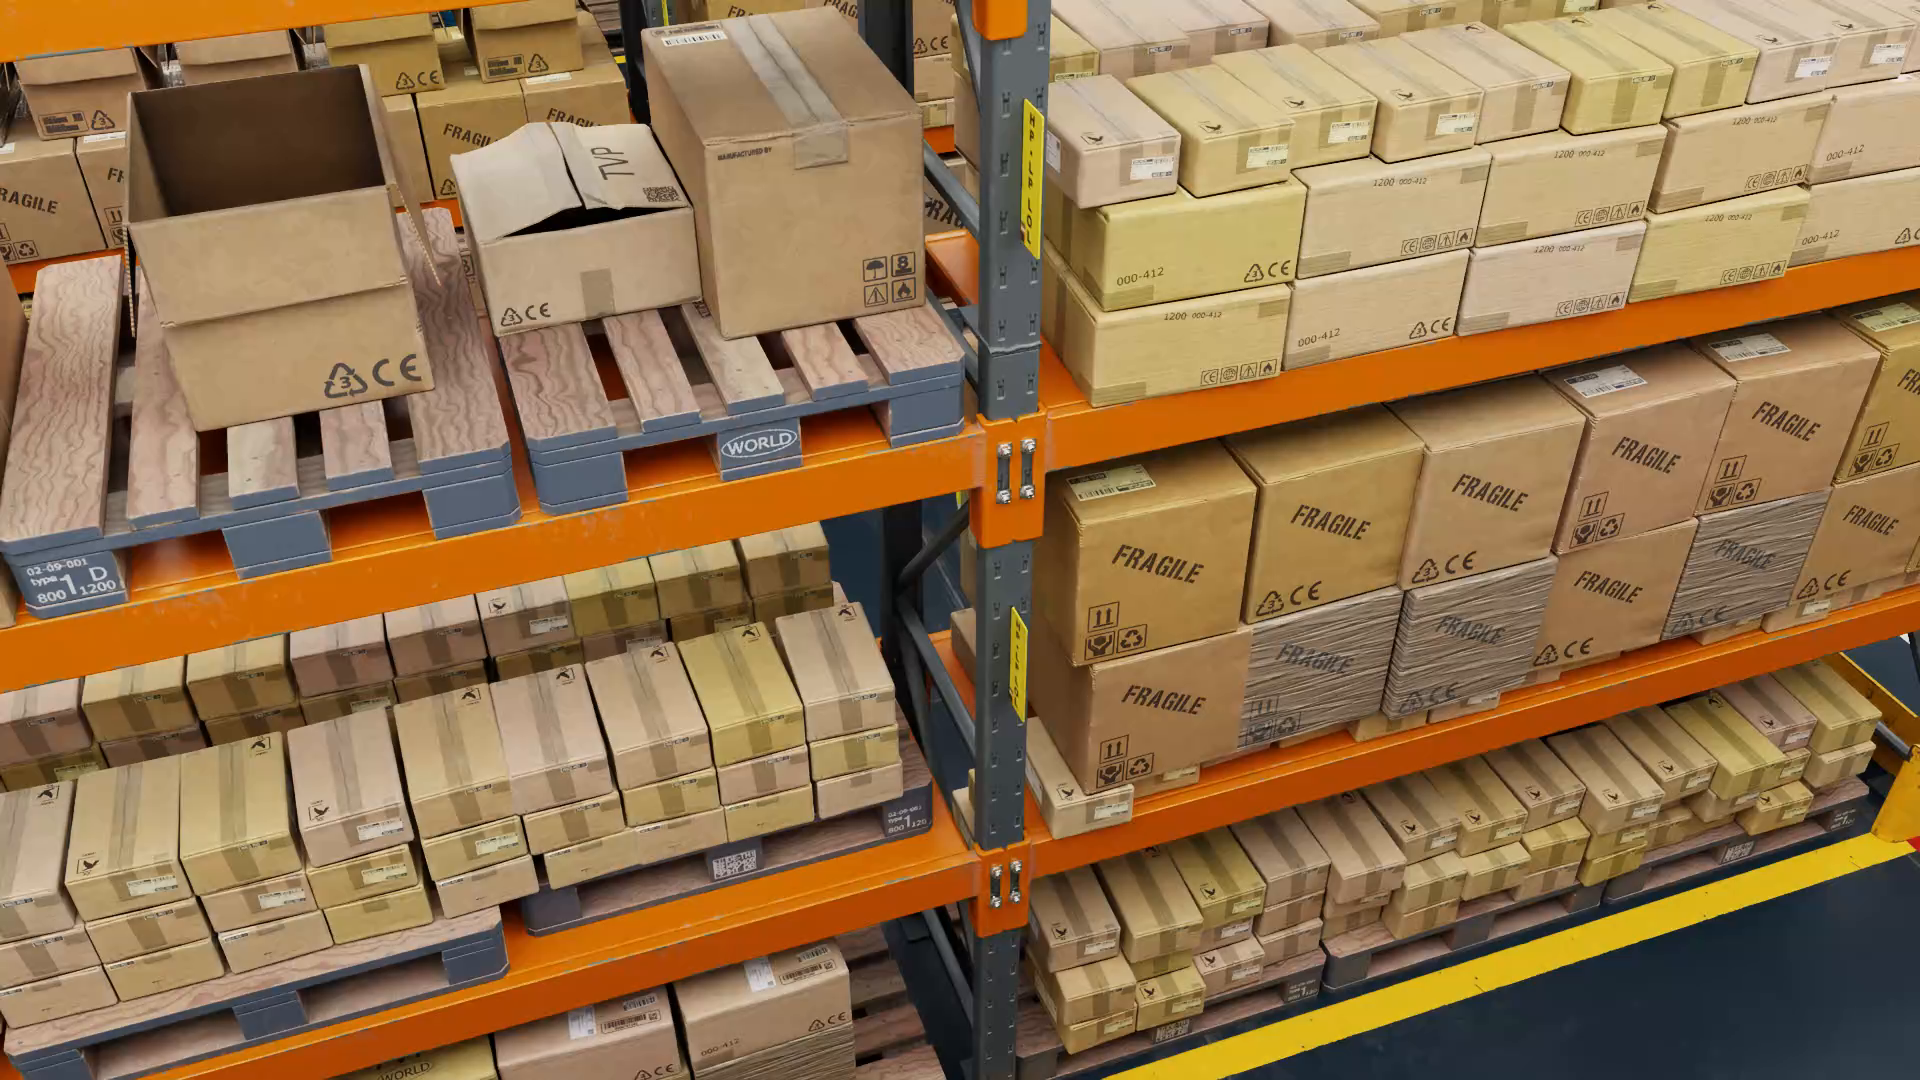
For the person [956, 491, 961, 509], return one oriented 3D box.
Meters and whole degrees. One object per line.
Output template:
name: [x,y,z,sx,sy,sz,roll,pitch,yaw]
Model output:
person: [0.244,-0.096,6.875,0.577,1.765,0.666,-8,38,-10]
